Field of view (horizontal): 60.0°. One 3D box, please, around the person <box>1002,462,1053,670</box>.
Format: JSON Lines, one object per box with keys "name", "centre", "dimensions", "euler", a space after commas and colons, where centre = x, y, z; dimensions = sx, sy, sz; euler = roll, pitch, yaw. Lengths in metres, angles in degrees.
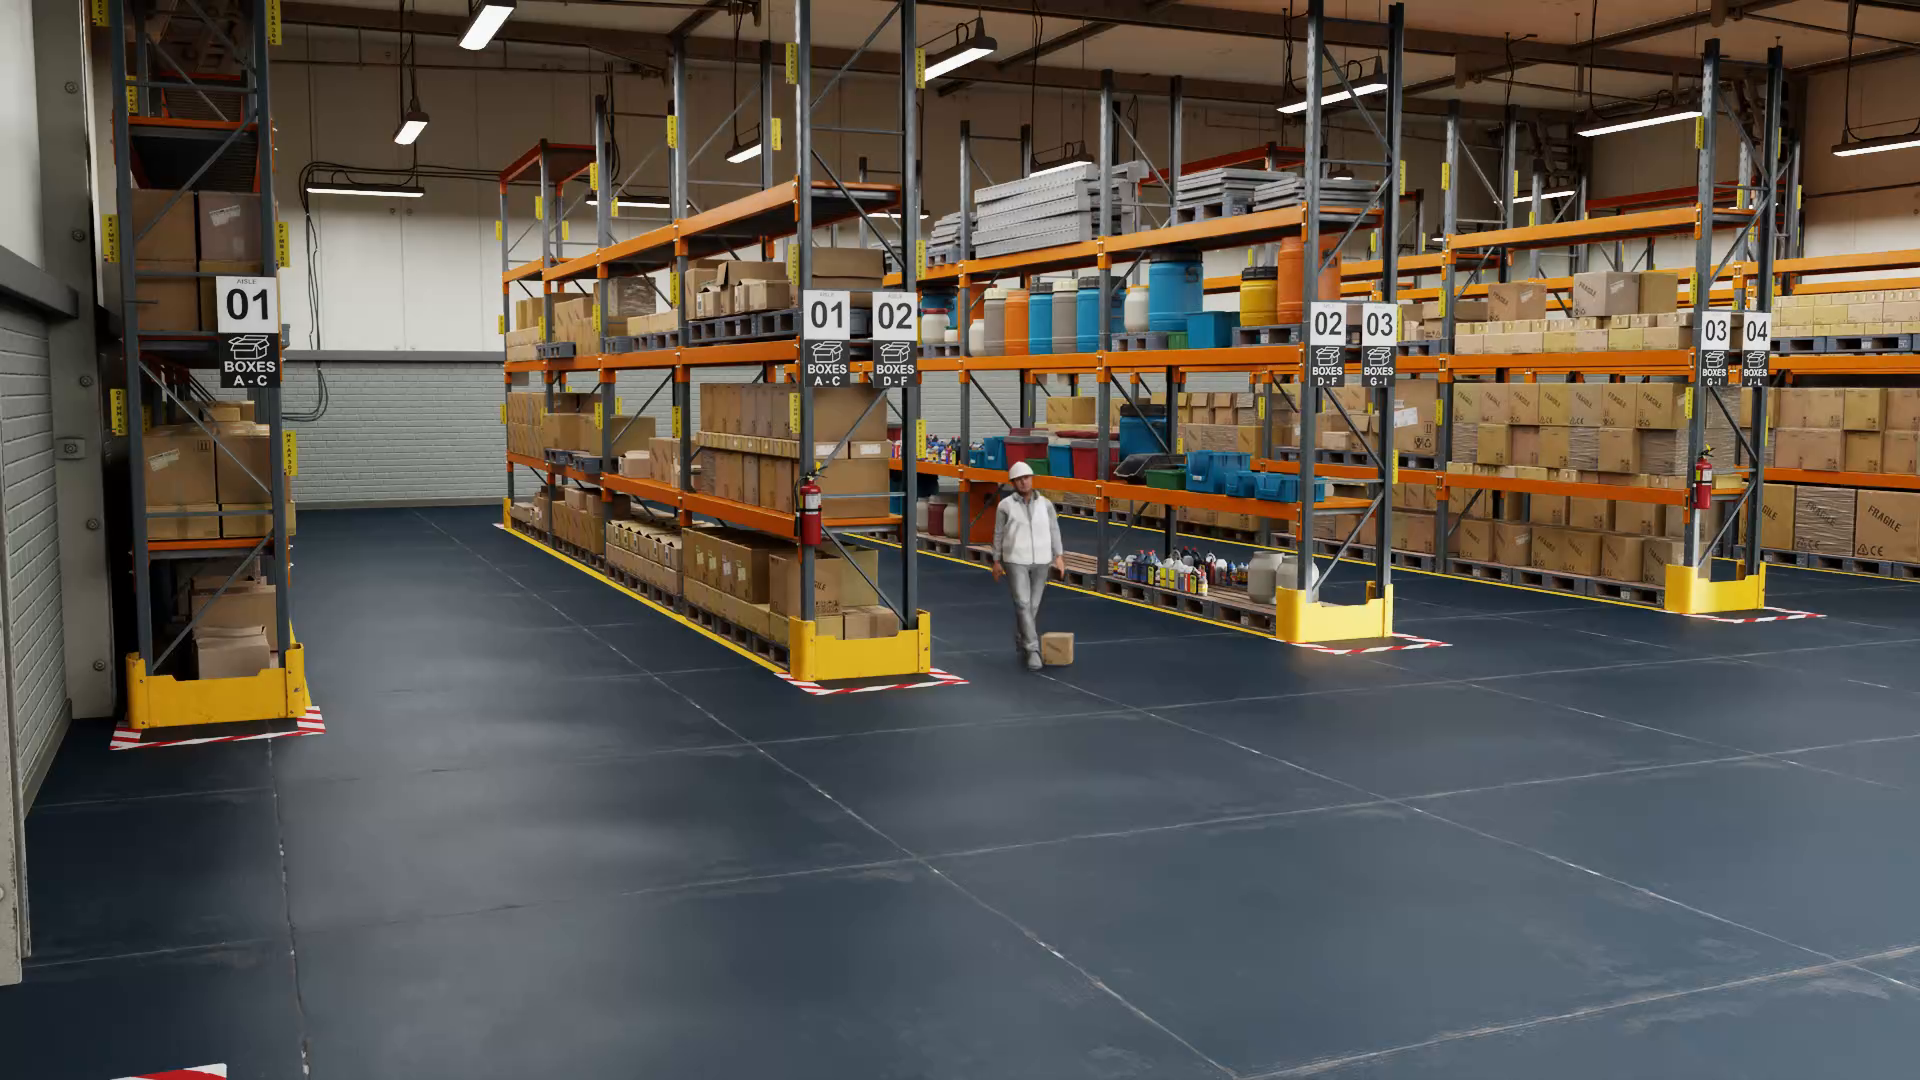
{"name": "person", "centre": [0.616, 0.193, 14.469], "dimensions": [0.447, 1.744, 0.907], "euler": [-2, 6, -17]}
